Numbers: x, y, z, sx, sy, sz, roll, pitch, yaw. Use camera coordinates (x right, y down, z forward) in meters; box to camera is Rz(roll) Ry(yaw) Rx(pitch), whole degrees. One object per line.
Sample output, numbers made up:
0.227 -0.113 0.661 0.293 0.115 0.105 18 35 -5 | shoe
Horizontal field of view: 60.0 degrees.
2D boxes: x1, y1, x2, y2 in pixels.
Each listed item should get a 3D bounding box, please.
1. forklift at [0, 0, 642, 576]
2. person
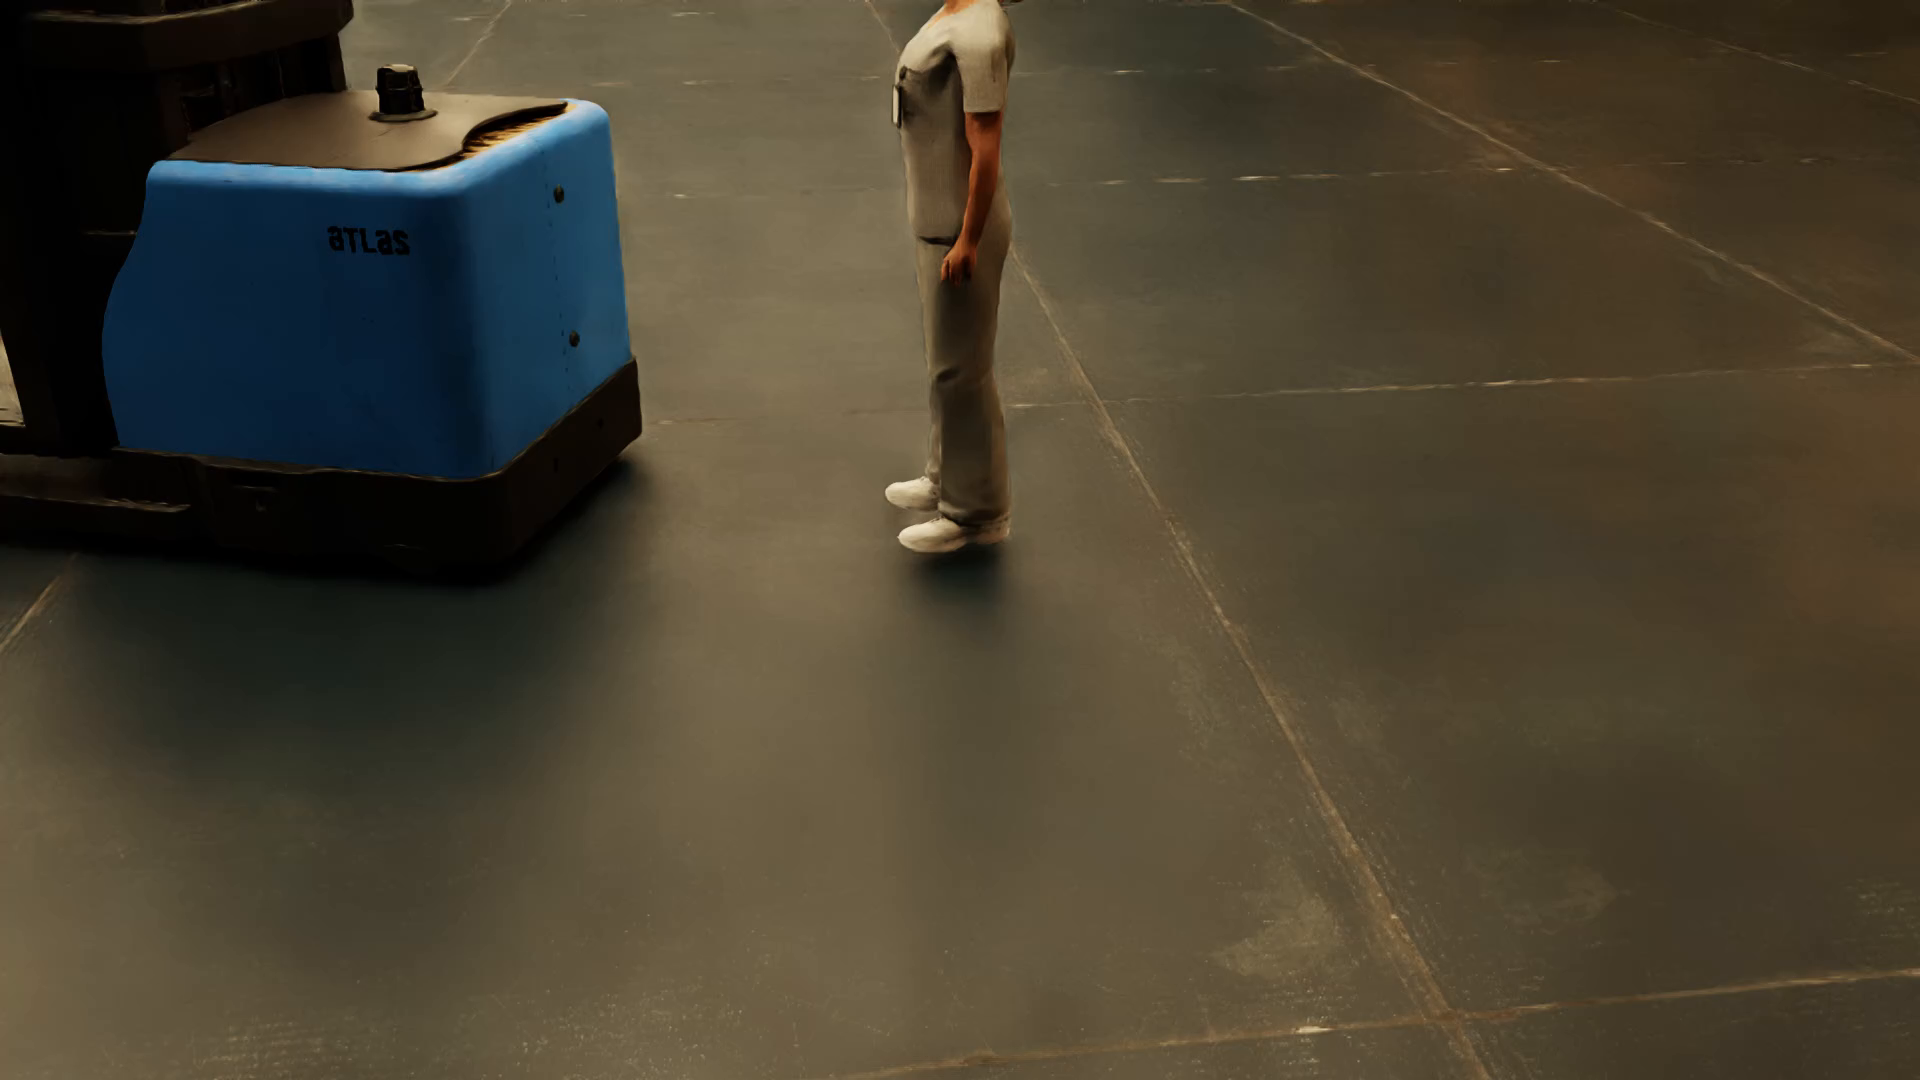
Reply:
-2.554 -1.545 4.437 3.031 2.935 1.130 6 26 11 | forklift
-0.008 -0.788 4.223 0.365 1.672 0.432 -3 26 -7 | person
